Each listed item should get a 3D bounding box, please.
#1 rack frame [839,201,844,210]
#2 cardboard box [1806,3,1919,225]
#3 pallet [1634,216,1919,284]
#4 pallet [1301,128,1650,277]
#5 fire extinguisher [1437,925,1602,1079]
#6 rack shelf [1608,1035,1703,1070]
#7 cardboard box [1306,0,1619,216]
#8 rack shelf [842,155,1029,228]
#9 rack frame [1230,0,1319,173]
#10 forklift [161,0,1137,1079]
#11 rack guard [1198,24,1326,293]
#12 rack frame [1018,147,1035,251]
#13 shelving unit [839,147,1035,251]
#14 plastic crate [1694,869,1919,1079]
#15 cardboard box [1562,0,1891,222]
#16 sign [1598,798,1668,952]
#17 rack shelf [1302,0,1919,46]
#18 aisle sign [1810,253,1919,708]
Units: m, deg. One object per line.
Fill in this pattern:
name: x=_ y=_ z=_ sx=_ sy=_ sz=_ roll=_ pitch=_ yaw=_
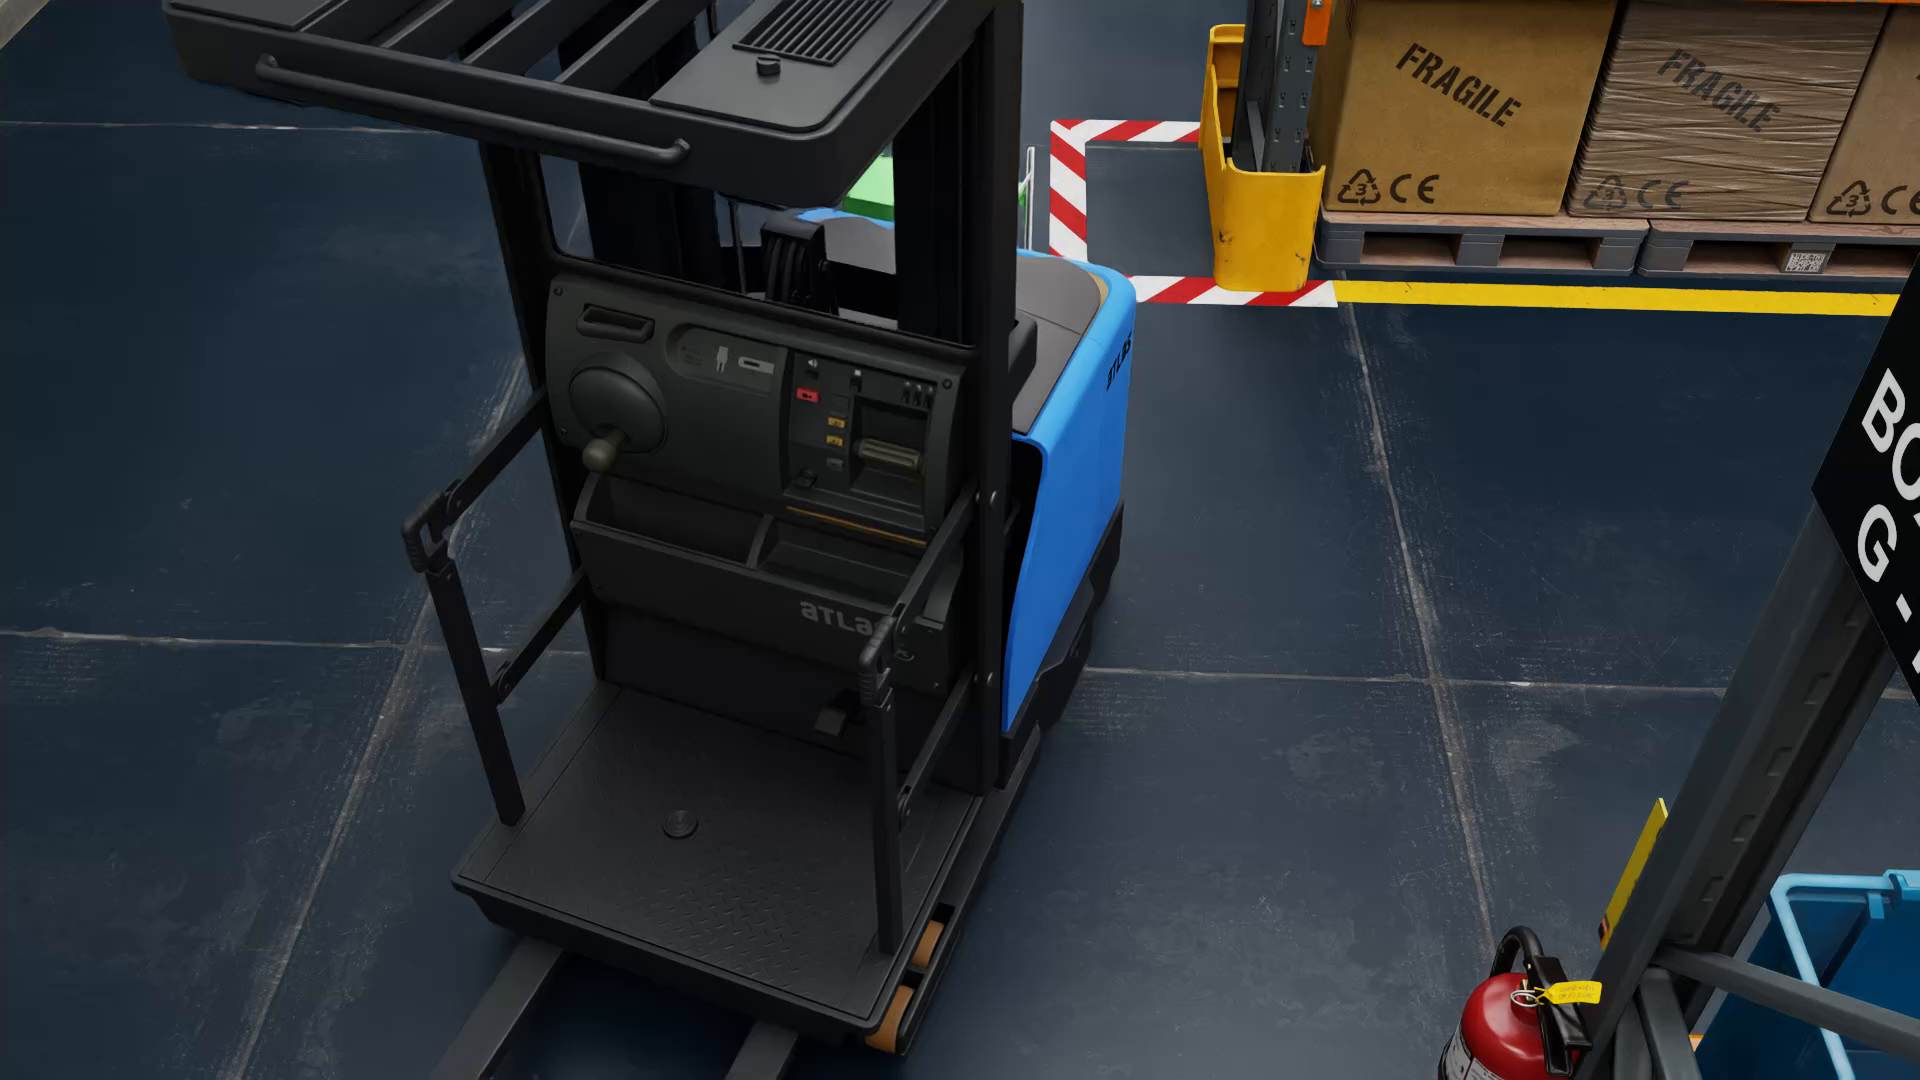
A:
rack frame: x=-0.295 y=-0.707 z=5.129 sx=0.015 sy=1.200 sz=0.240 roll=14 pitch=45 yaw=15
cardboard box: x=3.625 y=-1.784 z=6.215 sx=0.875 sy=0.875 sz=0.875 roll=2 pitch=43 yaw=2
pallet: x=3.202 y=-1.398 z=6.595 sx=1.213 sy=0.211 sz=1.003 roll=2 pitch=43 yaw=2
pallet: x=1.987 y=-1.437 z=6.638 sx=1.213 sy=0.211 sz=1.003 roll=2 pitch=43 yaw=2
fire extinguisher: x=0.831 y=0.795 z=2.526 sx=0.183 sy=0.674 sz=0.296 roll=2 pitch=43 yaw=2
rack shelf: x=2.959 y=1.269 z=2.215 sx=4.000 sy=0.370 sz=1.077 roll=2 pitch=43 yaw=2
cardboard box: x=1.827 y=-1.840 z=6.275 sx=0.875 sy=0.875 sz=0.875 roll=2 pitch=43 yaw=2
rack shelf: x=-0.067 y=-0.953 z=4.782 sx=0.480 sy=0.148 sz=0.258 roll=14 pitch=45 yaw=15
rack frame: x=1.184 y=-2.428 z=5.656 sx=0.127 sy=3.000 sz=1.000 roll=2 pitch=43 yaw=2
forklift: x=-0.520 y=-0.188 z=3.302 sx=1.130 sy=2.935 sz=3.031 roll=15 pitch=45 yaw=15
rack guard: x=1.160 y=-1.515 z=6.509 sx=0.348 sy=0.500 sz=1.175 roll=2 pitch=43 yaw=2
rack frame: x=0.161 y=-0.589 z=5.002 sx=0.015 sy=1.200 sz=0.240 roll=14 pitch=45 yaw=15
shelving unit: x=-0.067 y=-0.648 z=5.066 sx=0.503 sy=1.200 sz=0.258 roll=14 pitch=45 yaw=15
plastic crate: x=1.304 y=0.792 z=2.129 sx=0.499 sy=0.435 sz=0.616 roll=2 pitch=43 yaw=2
cardboard box: x=2.736 y=-1.812 z=6.245 sx=0.875 sy=0.875 sz=0.875 roll=2 pitch=43 yaw=2
sign: x=0.970 y=0.509 z=2.383 sx=0.005 sy=0.325 sz=0.100 roll=2 pitch=43 yaw=2
rack shelf: x=3.182 y=-2.104 z=5.836 sx=4.000 sy=0.370 sz=1.077 roll=2 pitch=43 yaw=2
aisle sign: x=0.902 y=-0.209 z=1.366 sx=0.004 sy=0.787 sz=0.394 roll=2 pitch=43 yaw=2
